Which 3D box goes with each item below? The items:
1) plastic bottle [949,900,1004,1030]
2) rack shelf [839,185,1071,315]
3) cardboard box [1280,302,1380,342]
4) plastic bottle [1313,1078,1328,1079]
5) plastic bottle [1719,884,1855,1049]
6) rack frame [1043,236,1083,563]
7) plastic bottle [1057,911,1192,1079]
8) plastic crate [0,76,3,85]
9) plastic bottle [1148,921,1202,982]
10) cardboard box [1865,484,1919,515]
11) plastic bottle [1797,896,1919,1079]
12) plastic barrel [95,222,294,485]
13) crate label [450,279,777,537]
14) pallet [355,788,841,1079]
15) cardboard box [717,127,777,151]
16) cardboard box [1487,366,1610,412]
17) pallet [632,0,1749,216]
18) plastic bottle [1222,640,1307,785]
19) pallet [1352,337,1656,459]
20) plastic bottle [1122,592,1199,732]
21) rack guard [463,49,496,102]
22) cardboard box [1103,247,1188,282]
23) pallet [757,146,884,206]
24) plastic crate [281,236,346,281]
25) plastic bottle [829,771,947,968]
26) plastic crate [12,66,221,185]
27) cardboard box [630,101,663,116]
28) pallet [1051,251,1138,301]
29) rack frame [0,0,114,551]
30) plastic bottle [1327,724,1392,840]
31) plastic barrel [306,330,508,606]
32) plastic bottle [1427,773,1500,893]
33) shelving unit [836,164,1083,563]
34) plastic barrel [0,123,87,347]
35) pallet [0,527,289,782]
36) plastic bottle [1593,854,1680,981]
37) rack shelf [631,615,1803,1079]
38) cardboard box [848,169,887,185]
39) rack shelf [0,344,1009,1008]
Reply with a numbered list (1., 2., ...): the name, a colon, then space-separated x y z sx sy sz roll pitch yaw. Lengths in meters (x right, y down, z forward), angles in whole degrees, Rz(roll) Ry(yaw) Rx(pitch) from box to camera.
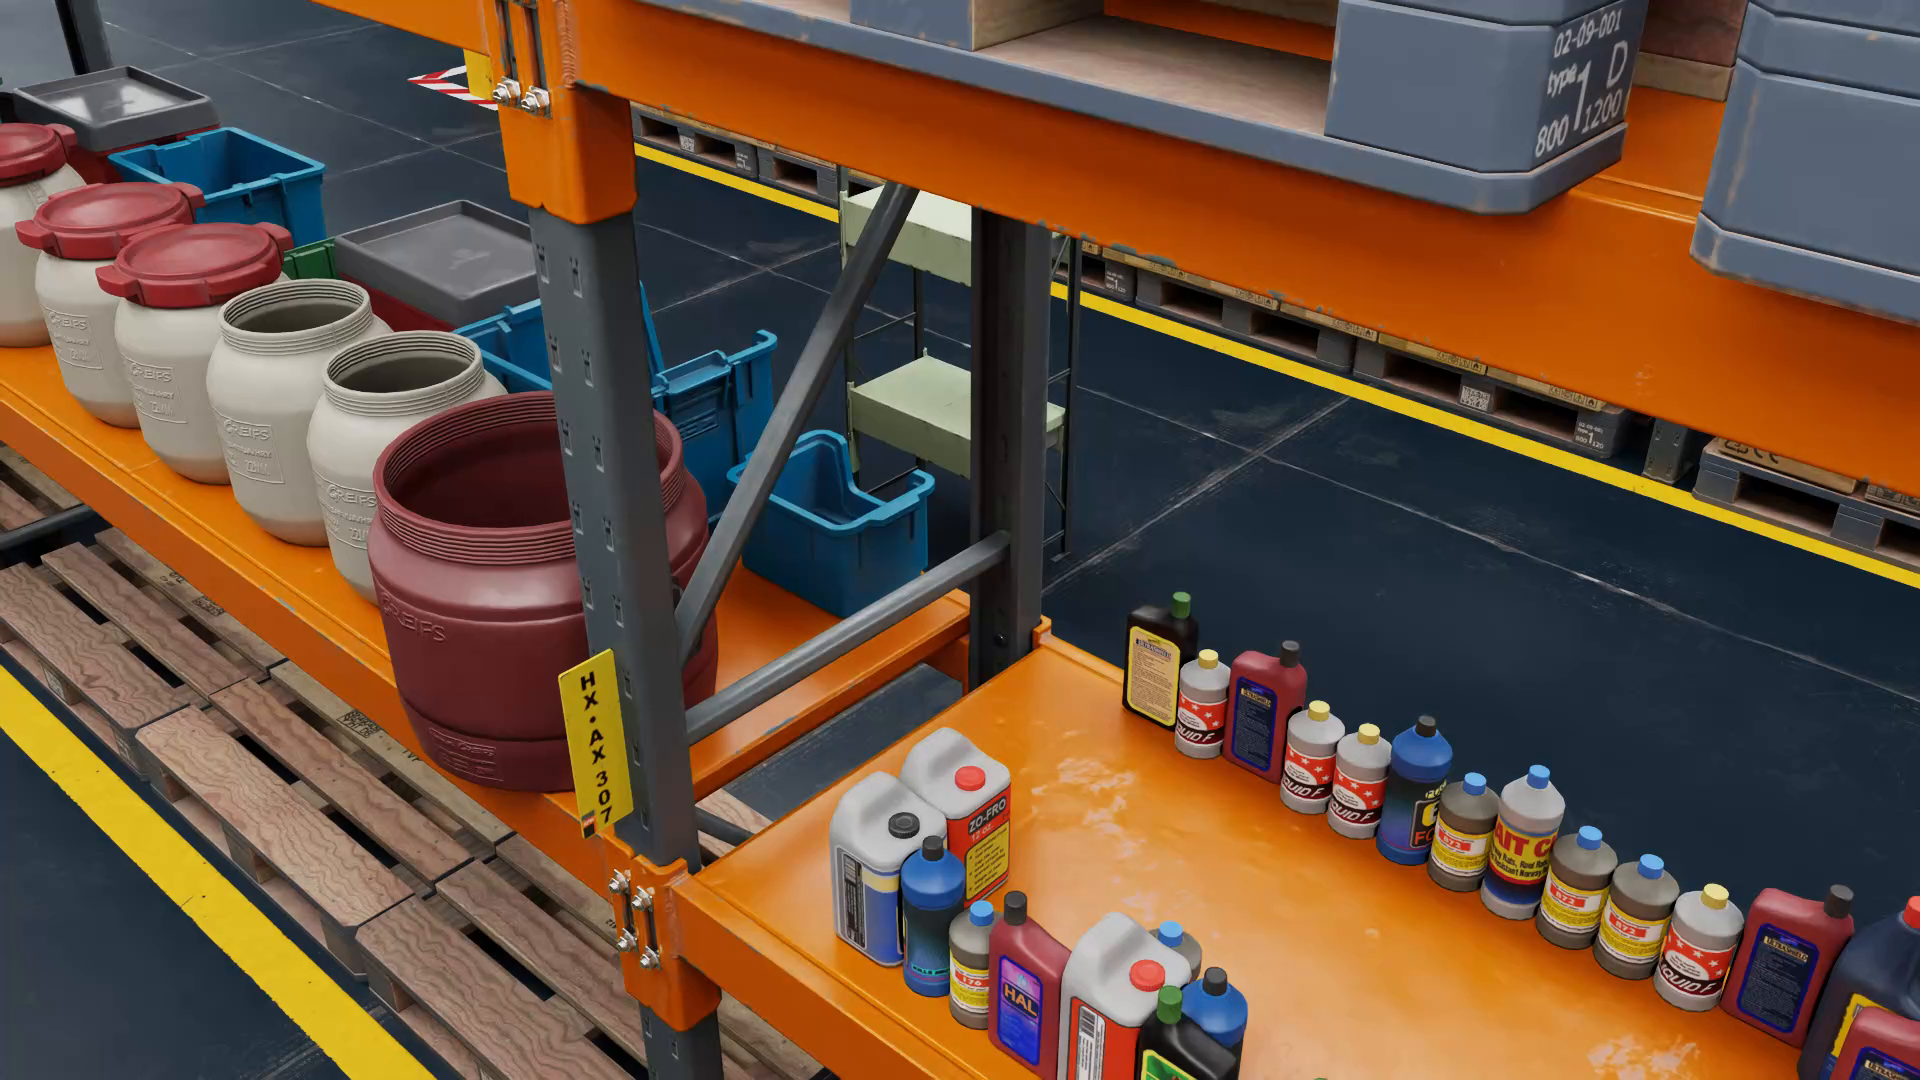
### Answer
1. plastic bottle: 0.032 0.627 2.493 0.097 0.201 0.097 0 31 0
2. rack shelf: -0.005 -0.979 5.666 0.720 0.370 0.431 25 39 35
3. cardboard box: 1.806 -1.152 7.513 0.500 0.250 0.500 26 40 36
4. plastic bottle: 0.475 0.811 2.107 0.133 0.283 0.061 25 39 35
5. plastic bottle: 1.222 0.607 2.447 0.133 0.283 0.061 25 39 35
6. rack frame: 0.266 -0.518 5.657 0.023 1.500 0.400 25 39 35
7. plastic bottle: 0.235 0.671 2.348 0.135 0.276 0.152 25 39 35
8. plastic crate: -3.994 -1.687 6.350 0.662 0.188 0.450 25 39 35
9. plastic bottle: 0.305 0.649 2.457 0.097 0.201 0.097 0 31 0
10. cardboard box: 3.653 -0.380 5.970 0.500 0.500 0.500 23 38 33
11. plastic bottle: 1.312 0.649 2.312 0.185 0.351 0.144 25 39 35
12. plastic barrel: -1.750 -0.440 3.940 0.433 0.535 0.433 0 31 0
13. crate label: -0.767 -0.278 3.769 0.616 0.435 0.502 25 39 35
14. pallet: -0.760 1.096 4.225 1.213 0.211 1.003 25 39 35
15. cardboard box: -1.086 -2.516 9.780 0.500 0.250 0.500 25 39 35
16. cardboard box: 2.561 -0.799 6.928 0.500 0.250 0.500 26 40 36
17. pallet: 0.290 -0.718 1.809 1.213 0.211 1.003 25 39 35
18. plastic bottle: 0.546 0.291 2.971 0.133 0.283 0.061 25 39 35
19. pallet: 2.531 -0.814 7.397 1.213 0.211 1.003 25 39 35
20. plastic bottle: 0.375 0.211 3.104 0.133 0.283 0.061 25 39 35
21. rack guard: -2.834 -3.415 11.438 0.348 0.500 1.175 25 39 35
22. cardboard box: 1.046 -1.505 8.100 0.500 0.250 0.500 24 38 34
23. pallet: -0.412 -2.190 9.682 1.213 0.211 1.003 25 39 35
24. plastic crate: -1.697 -0.615 4.568 0.662 0.188 0.450 25 39 35
25. plastic bottle: -0.108 0.511 2.614 0.135 0.276 0.152 25 39 35
26. plastic crate: -2.613 -1.177 5.235 0.583 0.464 0.402 25 39 35
27. cardboard box: -1.825 -2.864 10.357 0.500 0.250 0.500 25 39 35
28. pallet: 0.722 -1.658 8.800 1.213 0.211 1.003 25 39 35
29. rack frame: -3.177 -1.200 5.335 0.127 3.000 1.000 25 39 35
30. plastic bottle: 0.691 0.407 2.859 0.097 0.201 0.097 0 31 0
31. plastic barrel: -1.118 -0.138 3.463 0.421 0.512 0.421 0 31 0
32. plastic bottle: 0.835 0.474 2.747 0.097 0.201 0.097 0 31 0
33. shelving unit: -0.005 -0.645 5.867 0.755 1.500 0.431 25 39 35
34. plastic barrel: -2.615 -0.843 4.611 0.433 0.535 0.433 0 31 0
35. pallet: -2.569 0.251 5.628 1.213 0.211 1.003 25 39 35
36. plastic bottle: 1.052 0.575 2.579 0.097 0.201 0.097 0 31 0
37. rack shelf: 1.271 1.185 2.071 4.000 0.370 1.077 25 39 35
38. cardboard box: -0.341 -2.172 9.208 0.500 0.250 0.500 25 39 35
39. rack shelf: -1.695 -0.200 4.371 4.000 0.370 1.077 25 39 35
